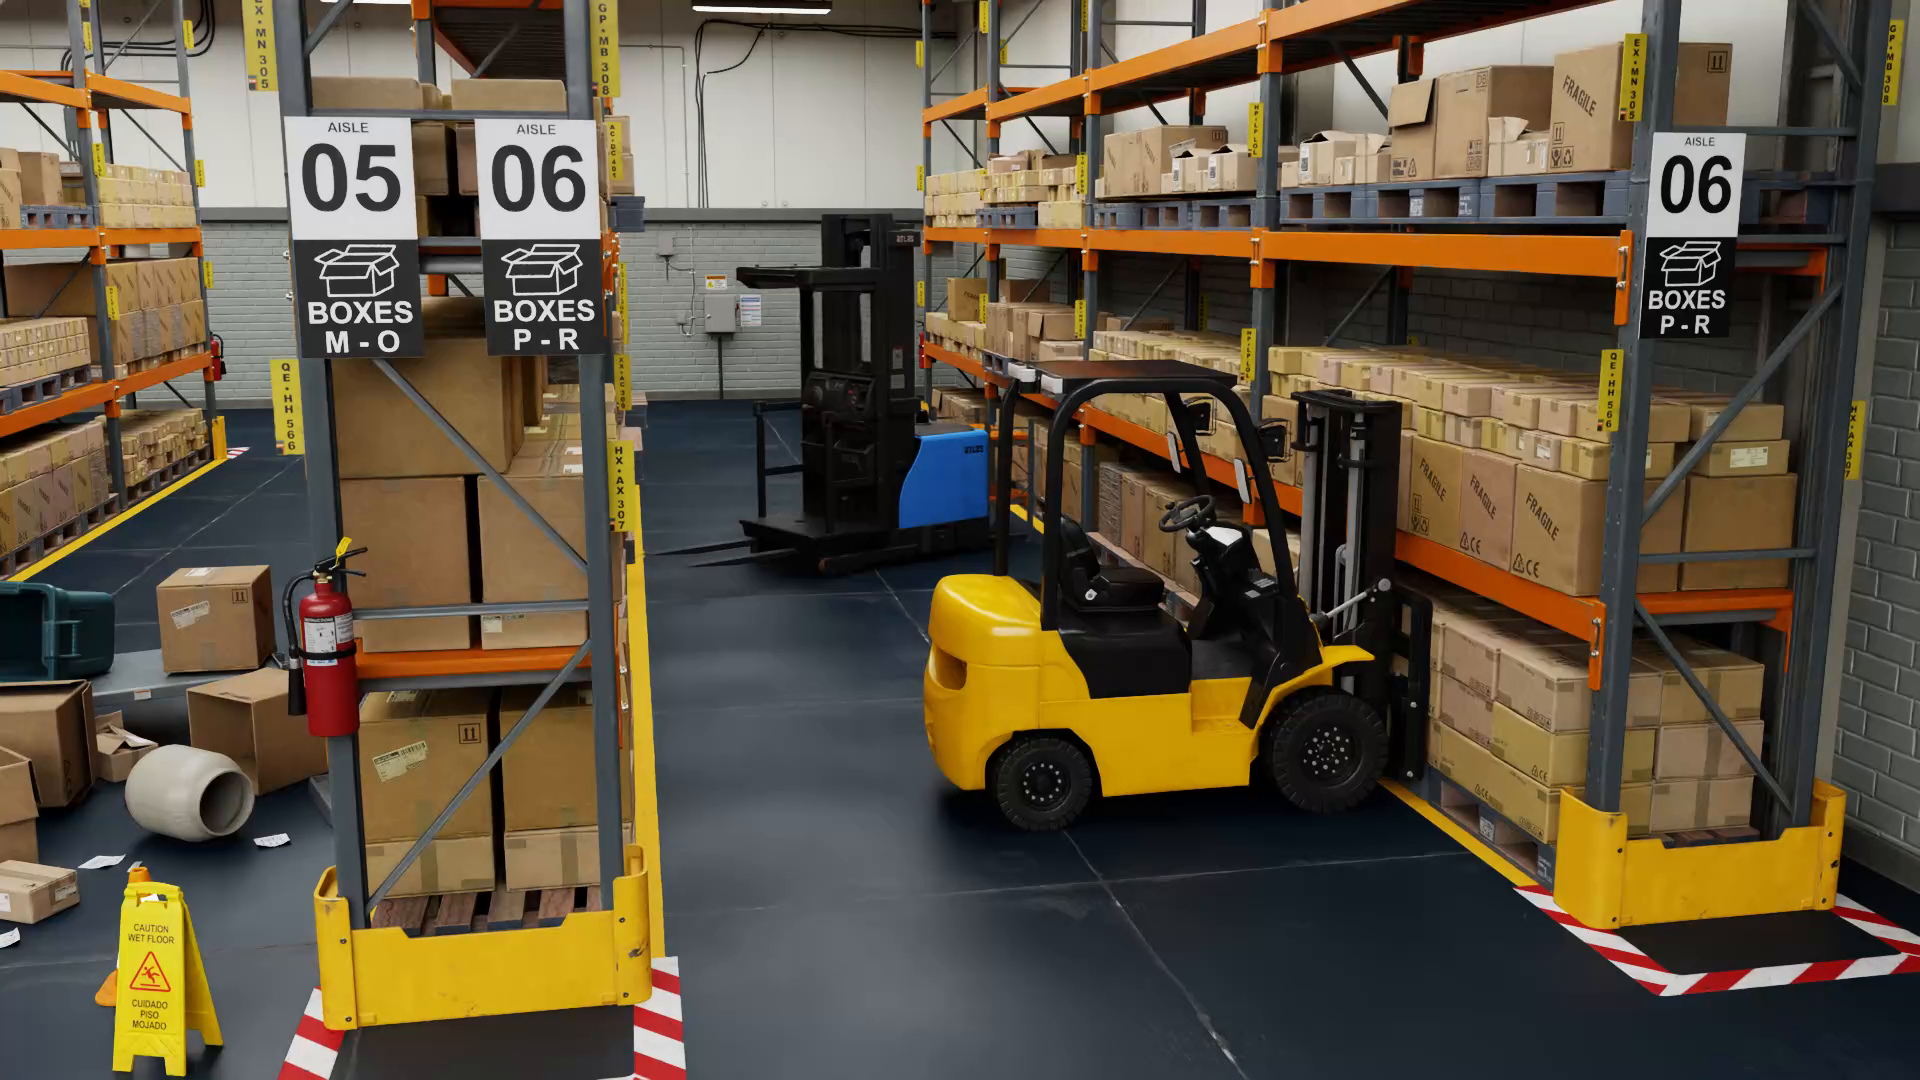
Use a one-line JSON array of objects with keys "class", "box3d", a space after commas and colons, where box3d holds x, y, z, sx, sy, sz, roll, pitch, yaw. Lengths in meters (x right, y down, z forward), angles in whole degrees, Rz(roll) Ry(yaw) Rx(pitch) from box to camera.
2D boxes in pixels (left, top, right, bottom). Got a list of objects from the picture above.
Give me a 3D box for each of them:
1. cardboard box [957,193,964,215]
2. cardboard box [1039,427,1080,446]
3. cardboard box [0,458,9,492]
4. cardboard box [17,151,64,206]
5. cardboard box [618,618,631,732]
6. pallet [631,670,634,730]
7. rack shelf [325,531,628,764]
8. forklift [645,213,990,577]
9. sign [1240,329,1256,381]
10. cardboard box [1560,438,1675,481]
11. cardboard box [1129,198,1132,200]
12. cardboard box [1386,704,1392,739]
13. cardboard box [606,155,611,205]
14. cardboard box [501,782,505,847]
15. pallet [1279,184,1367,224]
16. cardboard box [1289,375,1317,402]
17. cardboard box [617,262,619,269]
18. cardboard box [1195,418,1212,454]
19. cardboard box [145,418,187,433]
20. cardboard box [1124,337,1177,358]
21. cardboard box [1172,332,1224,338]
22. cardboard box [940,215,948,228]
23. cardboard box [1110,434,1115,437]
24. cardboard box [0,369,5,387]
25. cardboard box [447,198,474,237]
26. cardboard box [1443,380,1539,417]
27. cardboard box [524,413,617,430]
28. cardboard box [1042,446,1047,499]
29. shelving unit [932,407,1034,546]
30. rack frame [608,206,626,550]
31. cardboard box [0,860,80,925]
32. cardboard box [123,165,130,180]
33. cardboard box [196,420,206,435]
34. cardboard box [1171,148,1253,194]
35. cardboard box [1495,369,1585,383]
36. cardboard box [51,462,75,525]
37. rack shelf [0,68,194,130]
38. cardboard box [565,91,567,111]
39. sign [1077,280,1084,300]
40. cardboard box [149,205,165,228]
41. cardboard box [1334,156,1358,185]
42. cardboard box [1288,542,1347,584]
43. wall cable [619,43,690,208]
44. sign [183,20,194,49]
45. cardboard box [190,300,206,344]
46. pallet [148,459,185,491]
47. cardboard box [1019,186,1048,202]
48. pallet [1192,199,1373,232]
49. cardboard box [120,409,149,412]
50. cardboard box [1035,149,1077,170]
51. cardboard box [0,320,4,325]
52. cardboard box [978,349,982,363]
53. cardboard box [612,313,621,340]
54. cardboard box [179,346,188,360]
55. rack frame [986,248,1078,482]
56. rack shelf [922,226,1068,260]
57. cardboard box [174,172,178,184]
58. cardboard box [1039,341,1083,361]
[{"class": "cardboard box", "box3d": [0.256, -3.943, 19.527, 0.500, 0.250, 0.500, -2, 11, -10]}, {"class": "cardboard box", "box3d": [0.998, -1.017, 16.399, 0.380, 0.149, 0.250, -3, 11, -14]}, {"class": "cardboard box", "box3d": [-8.028, -0.497, 13.395, 0.500, 0.250, 0.500, -3, 11, -14]}, {"class": "cardboard box", "box3d": [-8.943, -3.404, 15.699, 0.700, 0.500, 0.500, -2, 11, -11]}, {"class": "cardboard box", "box3d": [-1.826, 0.679, 7.883, 0.500, 0.500, 0.500, -2, 11, -10]}, {"class": "pallet", "box3d": [-2.352, 1.012, 9.369, 1.003, 0.211, 1.213, -2, 11, -11]}, {"class": "rack shelf", "box3d": [-2.128, 0.240, 7.889, 1.077, 0.370, 4.000, -2, 11, -11]}, {"class": "forklift", "box3d": [-1.186, -1.245, 13.950, 3.031, 2.935, 1.130, -9, 14, -40]}, {"class": "sign", "box3d": [1.820, -1.169, 10.487, 0.100, 0.325, 0.005, -2, 11, -11]}, {"class": "cardboard box", "box3d": [2.787, -0.349, 7.057, 0.380, 0.149, 0.250, -2, 11, -10]}, {"class": "cardboard box", "box3d": [1.704, -3.113, 14.893, 0.380, 0.149, 0.250, -2, 11, -11]}, {"class": "cardboard box", "box3d": [2.429, 0.864, 8.917, 0.500, 0.250, 0.500, -2, 11, -9]}, {"class": "cardboard box", "box3d": [-2.068, -1.862, 8.594, 0.500, 0.250, 0.500, -2, 11, -12]}, {"class": "cardboard box", "box3d": [-2.253, 1.164, 7.340, 0.500, 0.250, 0.500, -2, 11, -11]}, {"class": "pallet", "box3d": [2.542, -1.936, 9.611, 1.003, 0.211, 1.213, -2, 11, -11]}, {"class": "cardboard box", "box3d": [2.207, -0.913, 10.024, 0.380, 0.149, 0.250, -2, 11, -10]}, {"class": "cardboard box", "box3d": [-4.379, -3.391, 20.368, 0.380, 0.149, 0.250, -2, 11, -12]}, {"class": "cardboard box", "box3d": [1.893, -0.762, 11.634, 0.500, 0.250, 0.500, -2, 11, -11]}, {"class": "cardboard box", "box3d": [-9.073, -1.304, 18.990, 0.380, 0.149, 0.250, -2, 11, -9]}, {"class": "cardboard box", "box3d": [1.537, -1.551, 13.372, 0.380, 0.149, 0.250, -2, 11, -10]}, {"class": "cardboard box", "box3d": [1.995, -1.666, 13.979, 0.380, 0.149, 0.250, -2, 11, -10]}, {"class": "cardboard box", "box3d": [-0.034, -3.953, 20.646, 0.380, 0.149, 0.250, -2, 11, -11]}, {"class": "cardboard box", "box3d": [1.663, -0.944, 16.016, 0.380, 0.149, 0.250, -3, 11, -14]}, {"class": "cardboard box", "box3d": [-8.179, -1.335, 13.792, 0.380, 0.149, 0.250, -2, 11, -8]}, {"class": "cardboard box", "box3d": [-2.166, -1.295, 6.680, 0.380, 0.149, 0.250, -2, 11, -11]}, {"class": "cardboard box", "box3d": [2.562, -0.683, 8.016, 0.380, 0.149, 0.250, -2, 11, -10]}, {"class": "cardboard box", "box3d": [-1.871, -0.320, 7.844, 0.500, 0.500, 0.500, -2, 11, -12]}, {"class": "cardboard box", "box3d": [1.088, -0.631, 16.104, 0.500, 0.500, 0.500, -2, 11, -9]}, {"class": "shelving unit", "box3d": [0.201, -0.607, 15.432, 0.538, 1.125, 1.048, -6, 12, -28]}, {"class": "rack frame", "box3d": [-3.295, -1.213, 13.603, 1.000, 3.000, 0.127, -2, 11, -11]}, {"class": "cardboard box", "box3d": [-3.976, 1.487, 7.037, 0.380, 0.149, 0.250, 4, 11, 18]}, {"class": "cardboard box", "box3d": [-8.929, -3.843, 17.394, 0.380, 0.149, 0.250, -2, 11, -13]}, {"class": "cardboard box", "box3d": [-9.305, -1.348, 20.014, 0.380, 0.149, 0.250, -2, 11, -13]}, {"class": "cardboard box", "box3d": [1.822, -2.611, 11.770, 0.500, 0.311, 0.500, -3, 11, -13]}, {"class": "cardboard box", "box3d": [3.000, -0.795, 8.609, 0.380, 0.149, 0.250, -2, 11, -11]}, {"class": "cardboard box", "box3d": [-8.323, -0.412, 14.954, 0.500, 0.500, 0.500, -2, 11, -12]}, {"class": "rack shelf", "box3d": [-9.298, -4.707, 17.848, 1.077, 0.370, 4.000, -2, 11, -11]}, {"class": "cardboard box", "box3d": [-1.661, -1.654, 6.437, 0.380, 0.149, 0.250, -2, 11, -11]}, {"class": "sign", "box3d": [1.339, -2.718, 18.411, 0.100, 0.325, 0.005, -2, 11, -11]}, {"class": "cardboard box", "box3d": [-9.027, -3.527, 18.135, 0.500, 0.250, 0.500, -2, 11, -8]}, {"class": "cardboard box", "box3d": [2.290, -2.032, 9.164, 0.380, 0.149, 0.250, -2, 11, -9]}, {"class": "cardboard box", "box3d": [2.227, 0.187, 9.804, 0.500, 0.250, 0.500, -2, 11, -11]}, {"class": "wall cable", "box3d": [-5.496, -6.688, 26.319, 2.355, 3.000, 0.029, -2, 11, -11]}, {"class": "sign", "box3d": [-9.139, -5.982, 19.692, 0.100, 0.325, 0.005, -2, 11, -11]}, {"class": "cardboard box", "box3d": [-9.347, -2.604, 19.848, 0.500, 0.500, 0.500, -2, 11, -10]}, {"class": "pallet", "box3d": [-9.315, -0.725, 18.493, 1.003, 0.211, 1.213, -2, 11, -11]}, {"class": "cardboard box", "box3d": [0.787, -3.384, 16.264, 0.380, 0.149, 0.250, -2, 11, -10]}, {"class": "pallet", "box3d": [2.167, -2.202, 11.285, 0.805, 0.209, 1.217, -3, 11, -13]}, {"class": "cardboard box", "box3d": [-9.918, -1.472, 19.871, 0.380, 0.149, 0.250, -3, 11, -14]}, {"class": "cardboard box", "box3d": [1.006, -3.983, 17.507, 0.396, 0.266, 0.258, -2, 11, -11]}, {"class": "cardboard box", "box3d": [-9.223, -1.984, 15.608, 0.380, 0.149, 0.250, -2, 11, -9]}, {"class": "cardboard box", "box3d": [0.413, -2.101, 18.939, 0.380, 0.149, 0.250, -2, 11, -9]}, {"class": "cardboard box", "box3d": [-2.262, -1.299, 10.132, 0.380, 0.149, 0.250, -2, 11, -11]}, {"class": "cardboard box", "box3d": [-9.199, -2.171, 19.305, 0.380, 0.149, 0.250, -2, 11, -9]}, {"class": "rack frame", "box3d": [0.795, -2.128, 18.409, 1.000, 3.000, 0.127, -2, 11, -11]}, {"class": "rack shelf", "box3d": [0.406, -3.615, 20.123, 1.077, 0.370, 4.000, -2, 11, -11]}, {"class": "cardboard box", "box3d": [-9.361, -4.225, 19.402, 0.380, 0.149, 0.250, -2, 11, -10]}, {"class": "cardboard box", "box3d": [1.050, -1.709, 15.485, 0.500, 0.250, 0.500, -3, 11, -14]}]
